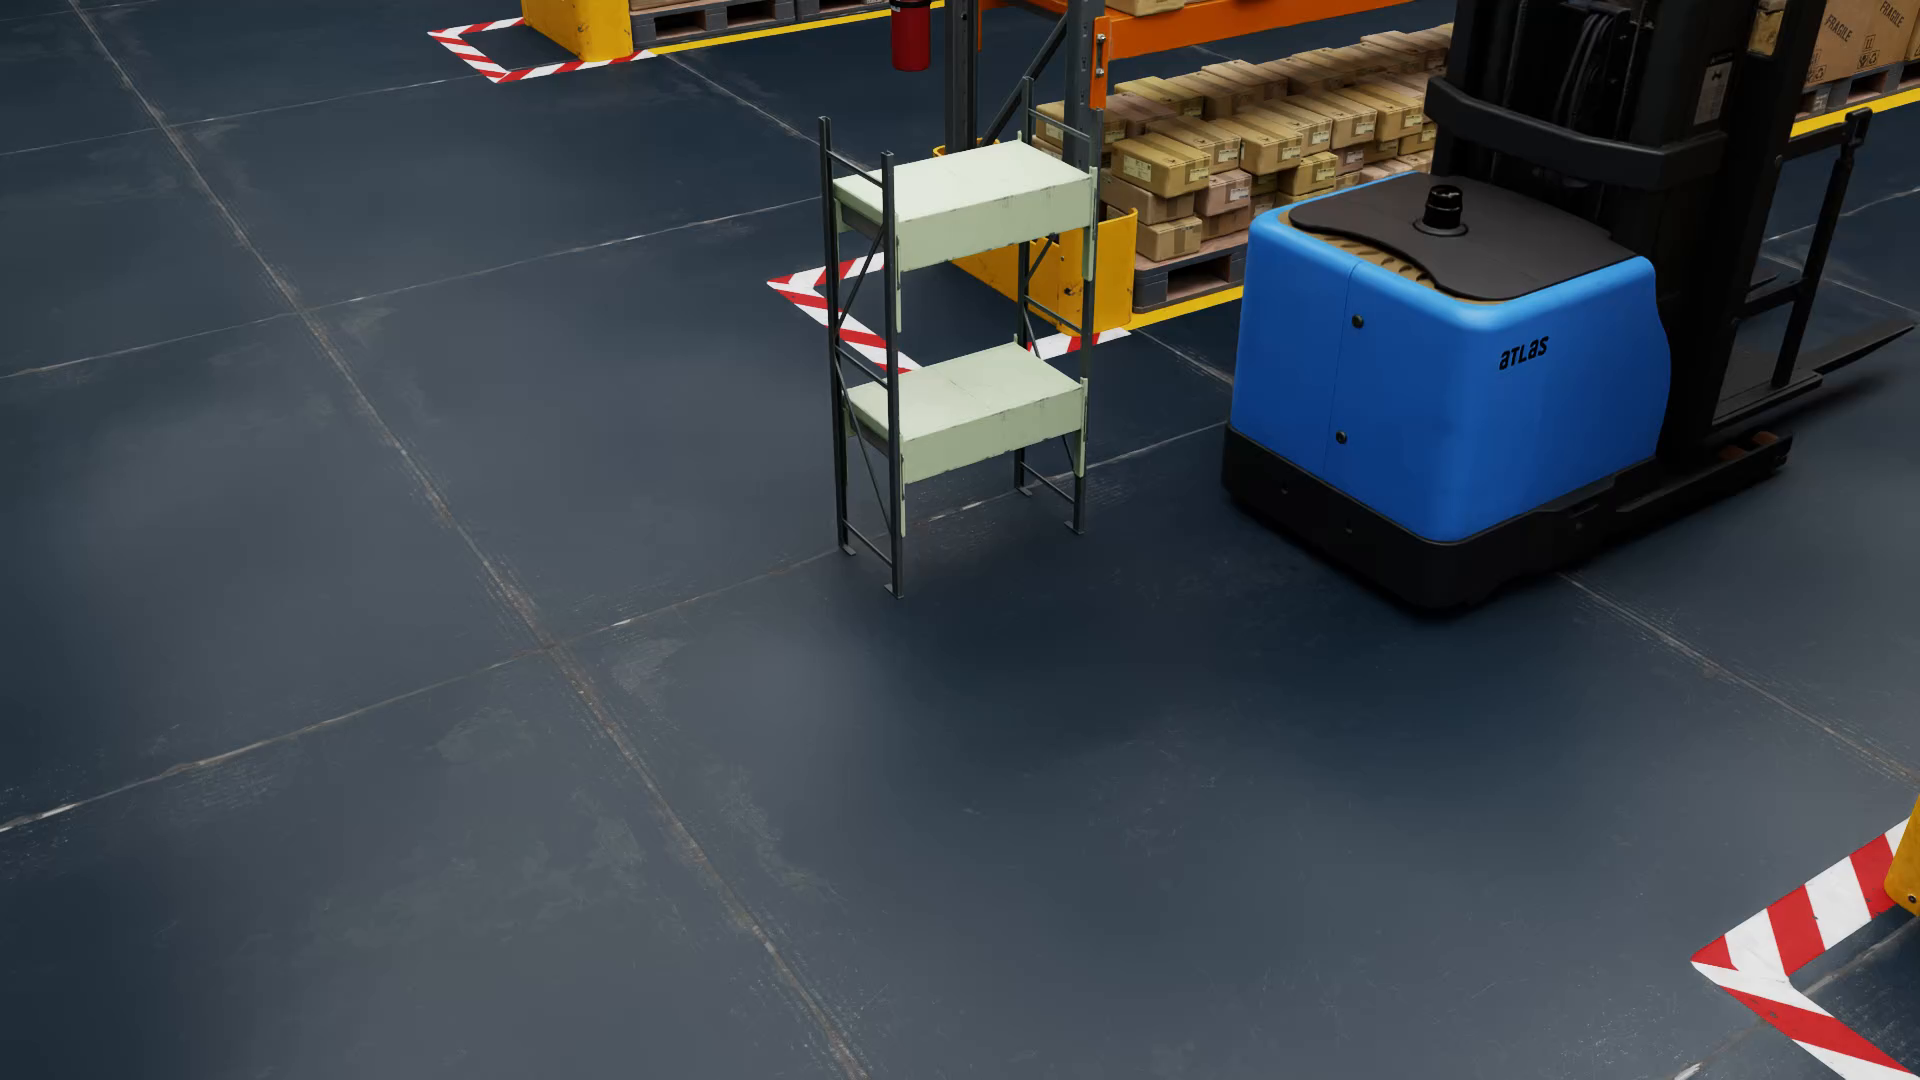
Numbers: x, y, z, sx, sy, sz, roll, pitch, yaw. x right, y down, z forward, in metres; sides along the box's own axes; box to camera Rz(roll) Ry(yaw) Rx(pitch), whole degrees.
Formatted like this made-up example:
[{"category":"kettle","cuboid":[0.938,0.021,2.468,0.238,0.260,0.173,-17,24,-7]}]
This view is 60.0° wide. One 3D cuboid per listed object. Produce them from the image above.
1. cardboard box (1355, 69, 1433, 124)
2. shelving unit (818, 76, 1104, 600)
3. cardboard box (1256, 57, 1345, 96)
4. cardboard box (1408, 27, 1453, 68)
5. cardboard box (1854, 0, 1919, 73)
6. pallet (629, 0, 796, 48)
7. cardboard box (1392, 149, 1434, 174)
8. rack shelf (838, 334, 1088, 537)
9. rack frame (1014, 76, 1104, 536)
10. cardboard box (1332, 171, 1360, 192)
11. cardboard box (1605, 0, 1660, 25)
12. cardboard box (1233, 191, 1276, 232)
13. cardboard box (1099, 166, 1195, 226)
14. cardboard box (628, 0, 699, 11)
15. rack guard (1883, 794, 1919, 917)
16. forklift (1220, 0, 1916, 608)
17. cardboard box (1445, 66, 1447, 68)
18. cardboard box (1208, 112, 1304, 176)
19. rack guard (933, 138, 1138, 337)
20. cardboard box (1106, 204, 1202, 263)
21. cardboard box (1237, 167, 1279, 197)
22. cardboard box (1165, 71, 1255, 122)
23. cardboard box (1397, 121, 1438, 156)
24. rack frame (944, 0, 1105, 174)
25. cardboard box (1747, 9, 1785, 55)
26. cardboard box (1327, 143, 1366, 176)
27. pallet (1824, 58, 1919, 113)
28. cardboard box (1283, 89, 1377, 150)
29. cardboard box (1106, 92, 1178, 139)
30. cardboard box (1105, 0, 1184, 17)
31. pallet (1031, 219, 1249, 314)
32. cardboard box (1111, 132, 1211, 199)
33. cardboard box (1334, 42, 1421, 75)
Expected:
[{"category":"cardboard box","cuboid":[2.129,-2.141,8.054,0.250,0.149,0.380,-19,37,-27]},{"category":"shelving unit","cuboid":[0.006,-0.636,5.353,0.755,1.500,0.431,-19,37,-27]},{"category":"cardboard box","cuboid":[1.677,-2.258,8.239,0.250,0.149,0.380,-20,38,-29]},{"category":"cardboard box","cuboid":[2.553,-2.553,8.706,0.250,0.149,0.380,-20,37,-28]},{"category":"cardboard box","cuboid":[5.253,-3.096,9.796,0.500,0.500,0.500,-18,37,-26]},{"category":"pallet","cuboid":[-1.888,-3.691,11.404,1.213,0.211,1.003,-19,37,-27]},{"category":"cardboard box","cuboid":[2.156,-1.847,8.144,0.250,0.149,0.380,-19,37,-27]},{"category":"rack shelf","cuboid":[0.006,-0.361,5.527,0.720,0.370,0.431,-19,37,-27]},{"category":"rack frame","cuboid":[0.313,-0.742,5.521,0.023,1.500,0.400,-19,37,-27]},{"category":"cardboard box","cuboid":[1.681,-1.722,7.947,0.250,0.149,0.380,-19,37,-27]},{"category":"cardboard box","cuboid":[4.097,-3.017,9.671,0.500,0.500,0.500,-20,37,-28]},{"category":"cardboard box","cuboid":[1.244,-1.581,7.723,0.250,0.149,0.380,-19,37,-27]},{"category":"cardboard box","cuboid":[0.829,-1.548,7.392,0.250,0.149,0.380,-17,36,-25]},{"category":"cardboard box","cuboid":[-2.017,-3.934,11.183,0.875,0.438,0.875,-20,38,-29]},{"category":"rack guard","cuboid":[2.832,0.904,3.849,0.348,0.500,1.175,-19,37,-27]},{"category":"forklift","cuboid":[2.436,-1.626,5.580,3.031,2.935,1.130,-20,37,-28]},{"category":"cardboard box","cuboid":[2.617,-2.247,8.222,0.250,0.149,0.380,-21,38,-30]},{"category":"cardboard box","cuboid":[1.322,-1.785,7.490,0.250,0.149,0.380,-19,37,-27]},{"category":"rack guard","cuboid":[0.313,-1.378,7.467,0.348,0.500,1.175,-19,37,-27]},{"category":"cardboard box","cuboid":[0.863,-1.393,7.426,0.250,0.149,0.380,-18,37,-26]},{"category":"cardboard box","cuboid":[1.247,-1.712,7.652,0.250,0.149,0.380,-18,37,-27]},{"category":"cardboard box","cuboid":[1.200,-2.129,8.034,0.250,0.149,0.380,-21,38,-29]},{"category":"cardboard box","cuboid":[2.131,-2.027,8.152,0.250,0.149,0.380,-17,36,-25]},{"category":"rack frame","cuboid":[0.249,-2.414,6.765,0.127,3.000,1.000,-19,37,-27]},{"category":"cardboard box","cuboid":[4.376,-2.785,9.303,0.500,0.500,0.500,-17,36,-25]},{"category":"cardboard box","cuboid":[1.693,-1.857,7.882,0.250,0.149,0.380,-21,38,-29]},{"category":"pallet","cuboid":[5.291,-2.971,10.262,1.213,0.211,1.003,-19,37,-27]},{"category":"cardboard box","cuboid":[1.723,-1.970,7.782,0.250,0.149,0.380,-17,36,-25]},{"category":"cardboard box","cuboid":[0.799,-1.951,7.752,0.250,0.149,0.380,-18,37,-26]},{"category":"cardboard box","cuboid":[0.699,-2.254,6.747,0.250,0.149,0.380,-19,37,-28]},{"category":"pallet","cuboid":[1.015,-1.475,7.891,1.213,0.211,1.003,-19,37,-27]},{"category":"cardboard box","cuboid":[0.874,-1.636,7.253,0.250,0.149,0.380,-21,38,-29]},{"category":"cardboard box","cuboid":[2.111,-2.400,8.464,0.250,0.149,0.380,-21,38,-29]}]
